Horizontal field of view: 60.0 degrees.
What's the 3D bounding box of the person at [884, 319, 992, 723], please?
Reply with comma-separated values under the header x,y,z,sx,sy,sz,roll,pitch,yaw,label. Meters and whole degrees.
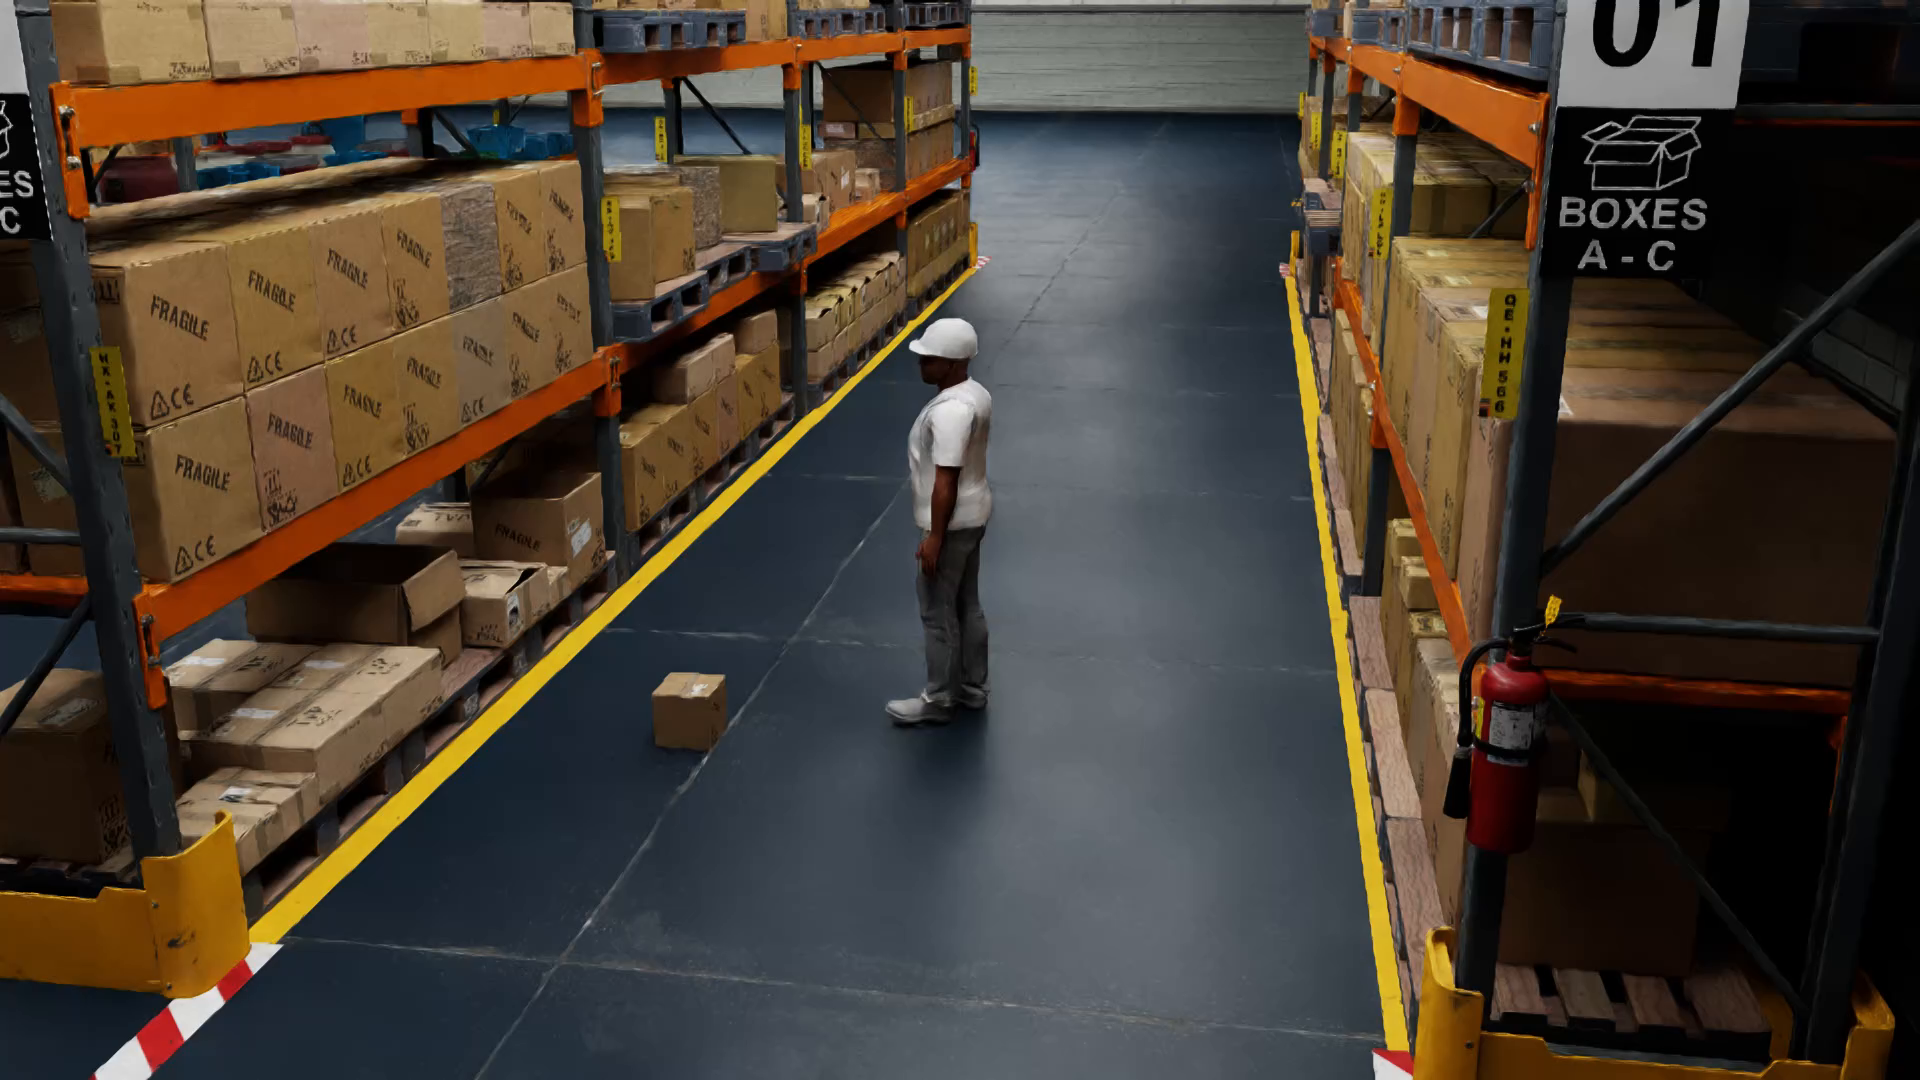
x,y,z,sx,sy,sz,roll,pitch,yaw,label
-0.081,-0.089,7.225,0.440,1.770,0.660,3,18,11,person
